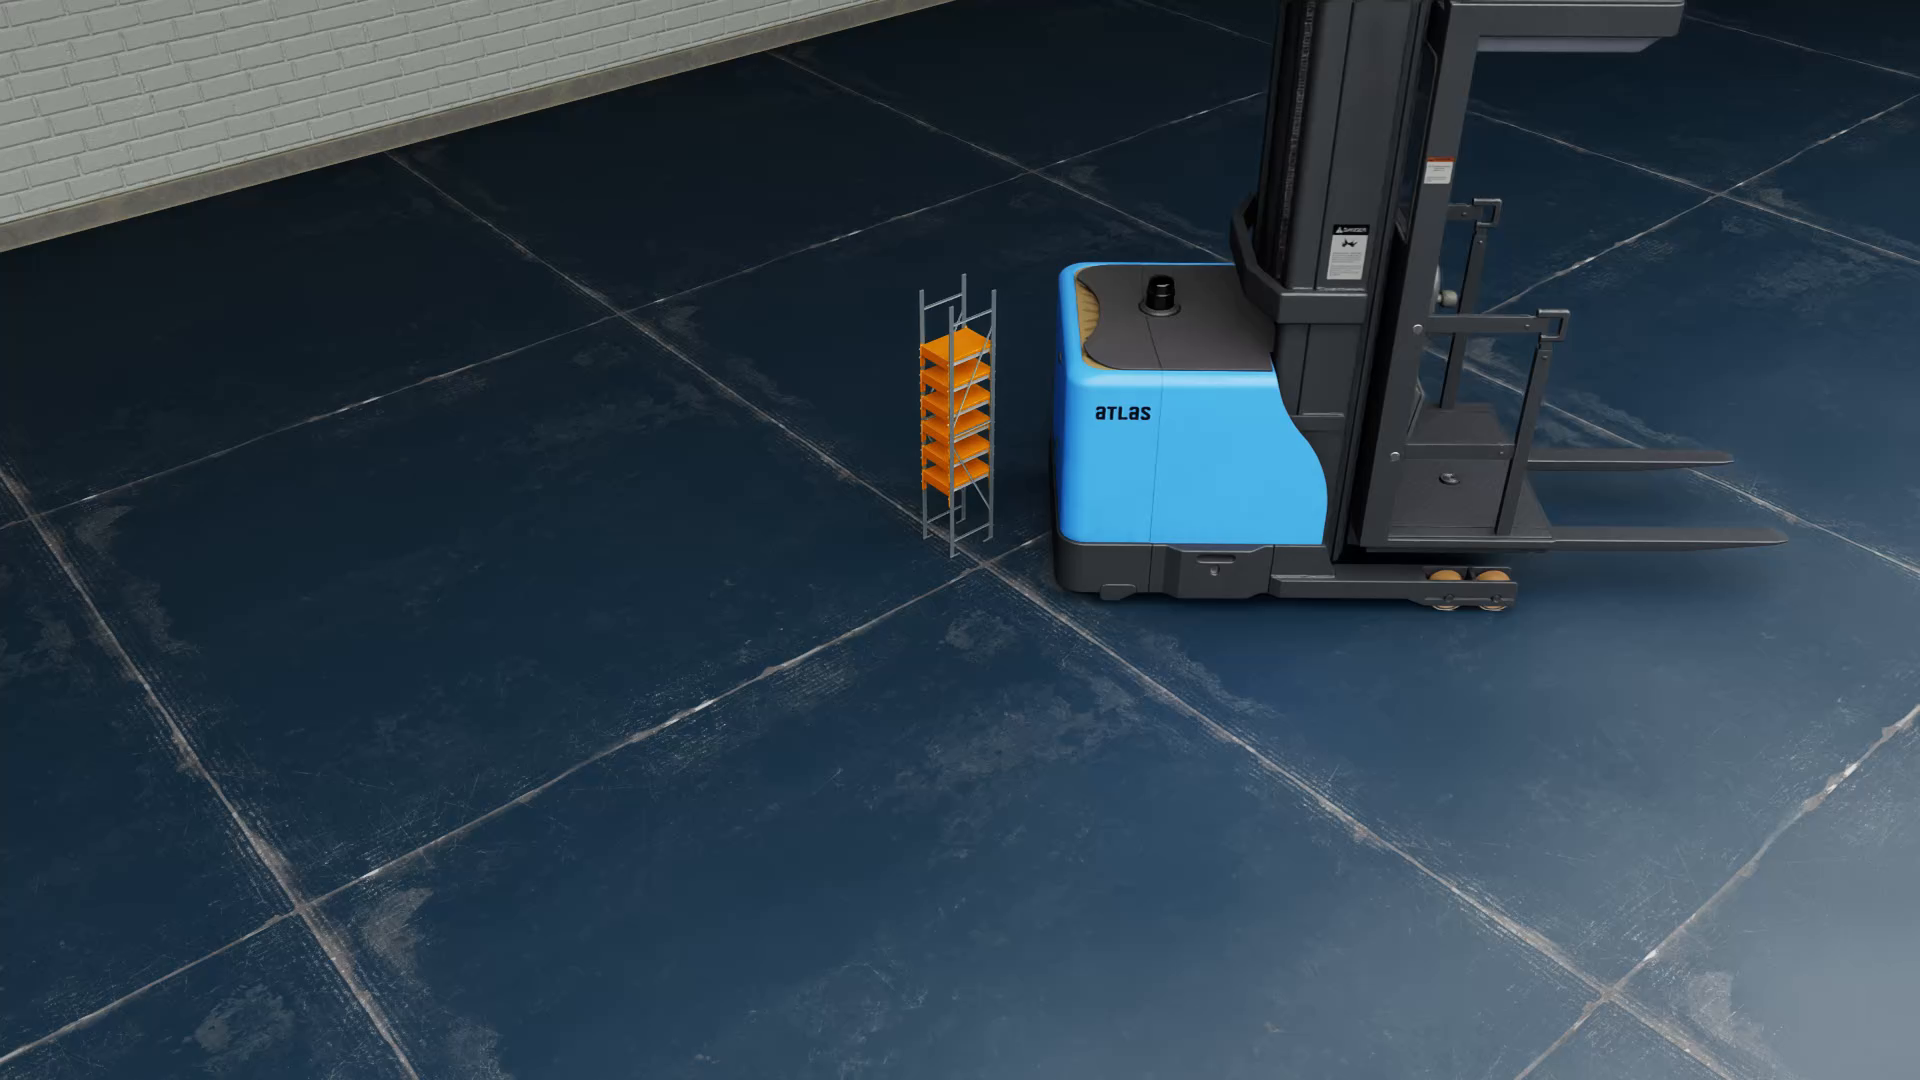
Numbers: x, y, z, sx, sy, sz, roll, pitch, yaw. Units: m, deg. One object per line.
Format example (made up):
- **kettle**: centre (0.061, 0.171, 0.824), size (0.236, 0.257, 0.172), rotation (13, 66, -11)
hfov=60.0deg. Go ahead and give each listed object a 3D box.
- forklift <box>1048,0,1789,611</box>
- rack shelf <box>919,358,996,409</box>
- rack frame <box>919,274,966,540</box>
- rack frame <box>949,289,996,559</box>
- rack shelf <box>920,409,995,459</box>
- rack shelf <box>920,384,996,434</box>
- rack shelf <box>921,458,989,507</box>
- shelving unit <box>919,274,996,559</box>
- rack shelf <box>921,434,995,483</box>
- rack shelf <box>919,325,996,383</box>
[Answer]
- **forklift**: centre (1.914, -1.216, 6.430), size (3.031, 2.935, 1.130), rotation (0, 35, 1)
- **rack shelf**: centre (-0.009, -0.656, 6.799), size (0.258, 0.103, 0.180), rotation (-26, 43, -32)
- **rack frame**: centre (-0.068, -0.536, 6.969), size (0.240, 1.200, 0.006), rotation (-26, 43, -32)
- **rack frame**: centre (0.050, -0.456, 6.855), size (0.240, 1.200, 0.006), rotation (-26, 43, -32)
- **rack shelf**: centre (-0.009, -0.460, 6.938), size (0.258, 0.103, 0.180), rotation (-26, 43, -32)
- **rack shelf**: centre (-0.009, -0.558, 6.869), size (0.258, 0.103, 0.180), rotation (-26, 43, -32)
- **rack shelf**: centre (-0.009, -0.264, 7.077), size (0.258, 0.103, 0.180), rotation (-26, 43, -32)
- **shelving unit**: centre (-0.009, -0.496, 6.912), size (0.258, 1.200, 0.189), rotation (-26, 43, -32)
- **rack shelf**: centre (-0.009, -0.362, 7.007), size (0.258, 0.103, 0.180), rotation (-26, 43, -32)
- **rack shelf**: centre (-0.009, -0.754, 6.730), size (0.258, 0.103, 0.180), rotation (-26, 43, -32)
